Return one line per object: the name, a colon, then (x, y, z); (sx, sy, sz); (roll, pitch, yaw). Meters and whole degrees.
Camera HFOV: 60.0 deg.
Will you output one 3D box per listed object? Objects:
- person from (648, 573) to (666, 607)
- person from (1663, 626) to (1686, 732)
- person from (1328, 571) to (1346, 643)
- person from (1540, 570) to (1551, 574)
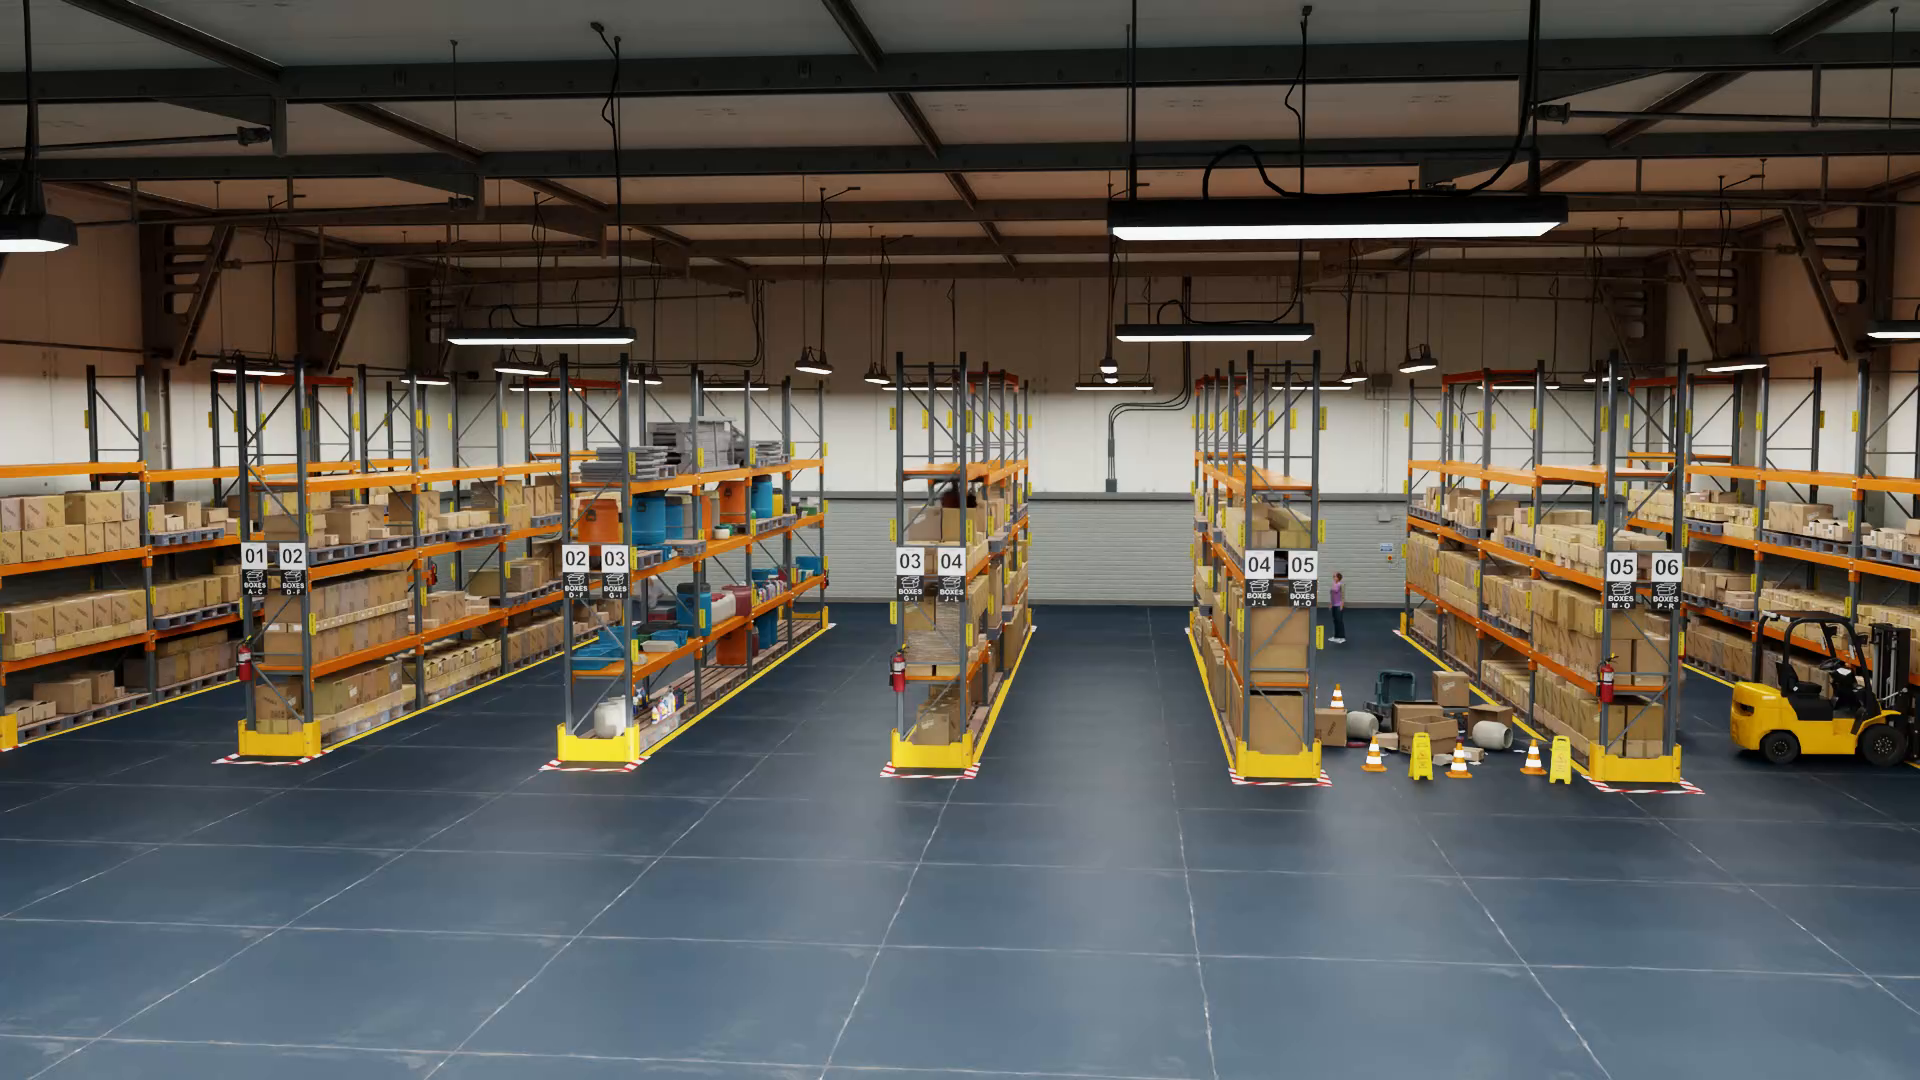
person: (-8.002, 1.043, 43.696); (0.453, 1.674, 0.452); (1, 4, 10)
person: (11.543, 2.239, 26.948); (0.408, 1.736, 0.596); (3, 5, 32)
person: (8.596, 1.526, 37.905); (0.344, 1.621, 0.477); (-1, 4, -8)
person: (14.986, 1.143, 42.599); (0.463, 1.675, 0.414); (-1, 4, -9)
